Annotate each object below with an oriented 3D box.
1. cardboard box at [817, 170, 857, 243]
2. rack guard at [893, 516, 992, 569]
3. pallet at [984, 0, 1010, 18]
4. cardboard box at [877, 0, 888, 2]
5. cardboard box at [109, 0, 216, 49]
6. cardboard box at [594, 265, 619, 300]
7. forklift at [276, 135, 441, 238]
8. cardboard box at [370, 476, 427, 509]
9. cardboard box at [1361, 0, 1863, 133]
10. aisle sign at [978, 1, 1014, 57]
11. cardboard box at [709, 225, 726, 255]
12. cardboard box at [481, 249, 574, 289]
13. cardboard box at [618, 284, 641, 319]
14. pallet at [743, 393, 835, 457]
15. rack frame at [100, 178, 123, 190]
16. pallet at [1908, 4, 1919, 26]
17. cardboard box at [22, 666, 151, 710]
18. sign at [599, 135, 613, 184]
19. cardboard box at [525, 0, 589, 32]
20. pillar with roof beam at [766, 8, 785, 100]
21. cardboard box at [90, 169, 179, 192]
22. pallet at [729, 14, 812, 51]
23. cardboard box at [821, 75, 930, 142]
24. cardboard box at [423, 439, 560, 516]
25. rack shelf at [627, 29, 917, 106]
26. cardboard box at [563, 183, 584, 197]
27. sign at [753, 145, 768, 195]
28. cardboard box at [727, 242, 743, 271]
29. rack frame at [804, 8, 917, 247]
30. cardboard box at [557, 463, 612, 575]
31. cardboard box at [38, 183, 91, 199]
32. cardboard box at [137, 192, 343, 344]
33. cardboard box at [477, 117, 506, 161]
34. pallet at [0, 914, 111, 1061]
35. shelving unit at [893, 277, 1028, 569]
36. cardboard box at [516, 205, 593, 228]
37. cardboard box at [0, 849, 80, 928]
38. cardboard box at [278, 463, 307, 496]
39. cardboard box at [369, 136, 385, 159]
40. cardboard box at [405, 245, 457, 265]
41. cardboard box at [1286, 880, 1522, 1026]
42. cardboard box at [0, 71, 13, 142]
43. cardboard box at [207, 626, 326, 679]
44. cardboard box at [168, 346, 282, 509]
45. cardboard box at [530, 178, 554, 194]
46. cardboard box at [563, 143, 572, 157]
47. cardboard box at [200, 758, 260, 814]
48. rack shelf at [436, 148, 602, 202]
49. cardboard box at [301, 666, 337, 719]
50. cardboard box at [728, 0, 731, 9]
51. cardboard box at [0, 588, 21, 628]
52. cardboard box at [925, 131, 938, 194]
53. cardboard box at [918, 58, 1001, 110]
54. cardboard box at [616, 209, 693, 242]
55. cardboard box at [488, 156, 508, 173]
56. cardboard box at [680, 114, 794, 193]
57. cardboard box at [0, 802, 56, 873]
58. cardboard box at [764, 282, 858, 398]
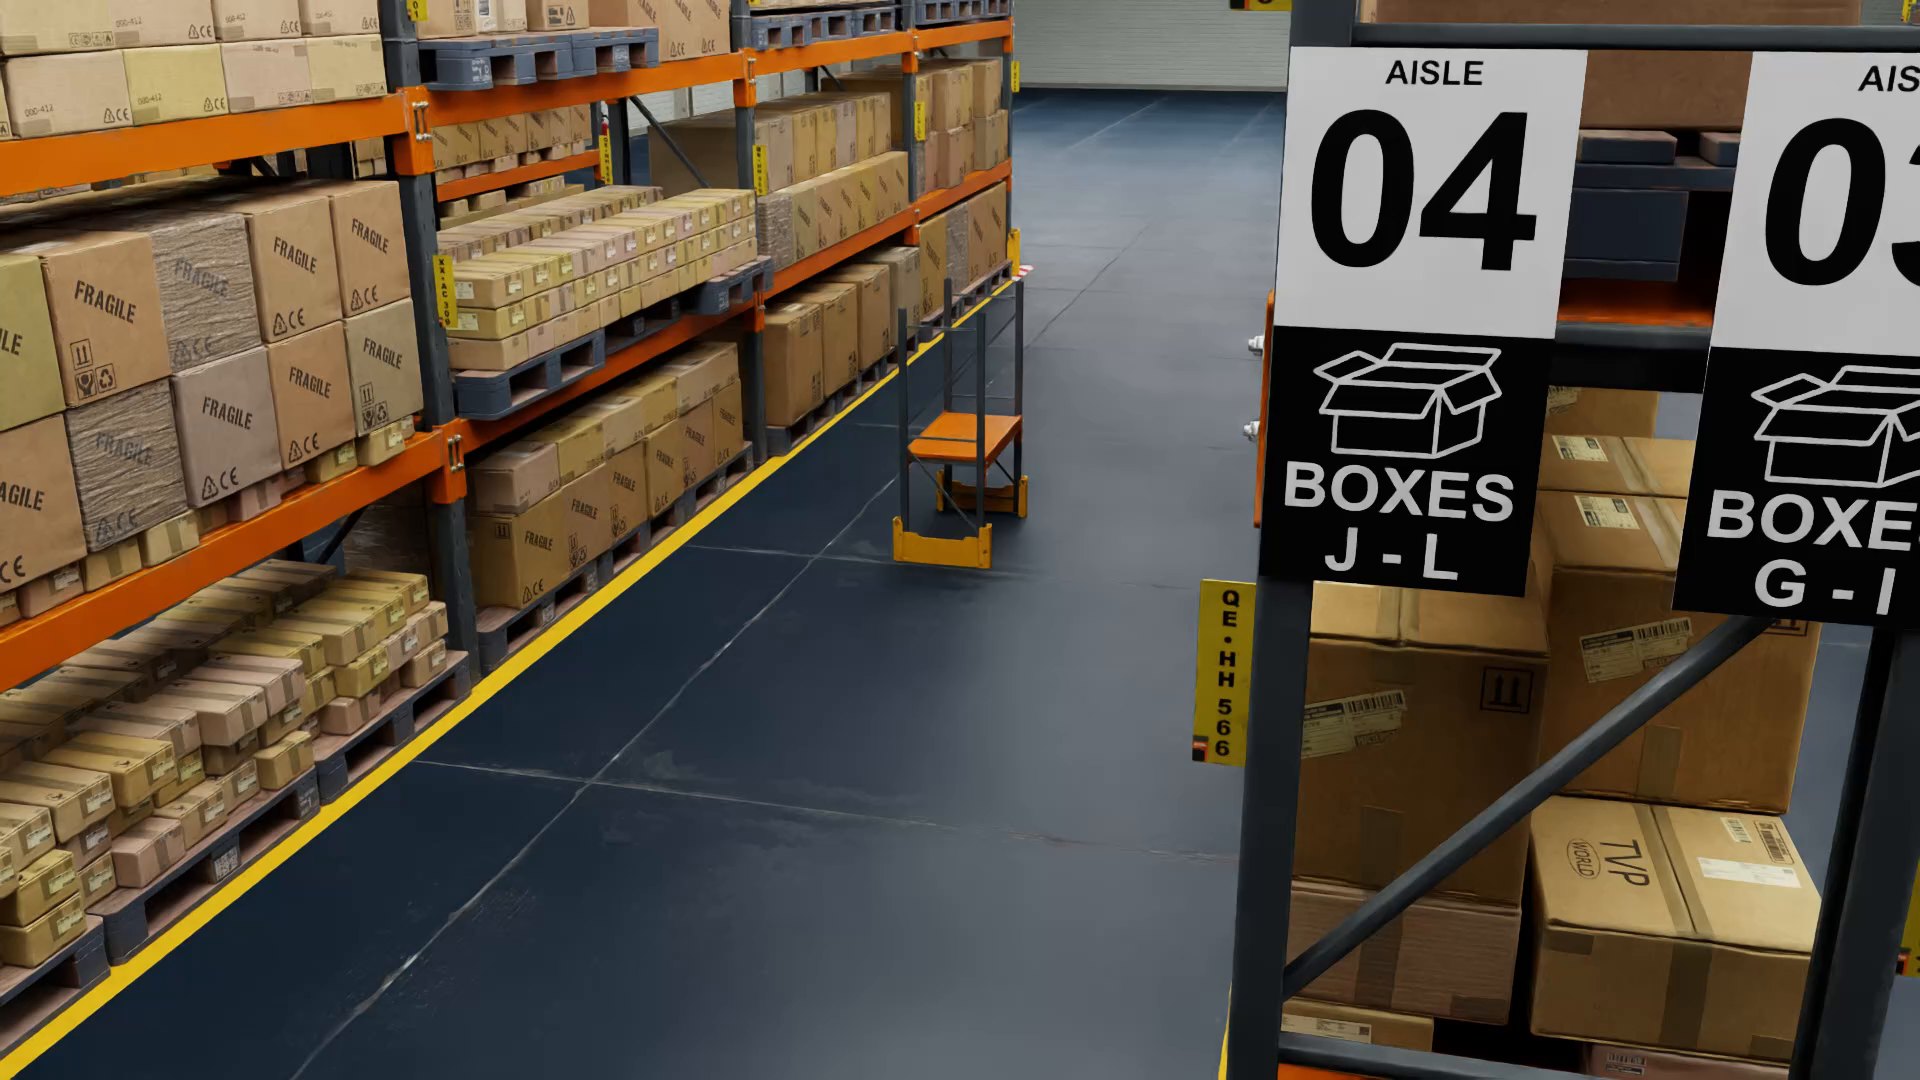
[{"bbox_3d":[-1.127,-2.642,13.128,0.500,0.500,0.500,4,19,13],"label":"cardboard box"},{"bbox_3d":[-0.103,0.014,9.760,0.587,0.250,0.087,5,19,13],"label":"rack guard"},{"bbox_3d":[-0.084,-5.653,17.595,1.003,0.211,1.213,5,19,13],"label":"pallet"},{"bbox_3d":[-0.908,-4.616,13.848,0.500,0.250,0.500,5,19,14],"label":"cardboard box"},{"bbox_3d":[-2.972,-1.843,5.759,0.500,0.250,0.500,5,20,16],"label":"cardboard box"},{"bbox_3d":[-2.052,-1.384,8.879,0.380,0.149,0.250,5,20,16],"label":"cardboard box"},{"bbox_3d":[-4.630,-2.245,12.225,3.031,2.935,1.130,10,21,28],"label":"forklift"},{"bbox_3d":[-2.908,-0.372,8.694,0.500,0.250,0.500,4,19,12],"label":"cardboard box"},{"bbox_3d":[1.038,-0.951,2.732,0.700,0.500,0.500,3,19,10],"label":"cardboard box"},{"bbox_3d":[0.395,-5.738,18.324,0.394,0.787,0.004,5,19,13],"label":"aisle sign"},{"bbox_3d":[-1.672,-1.865,10.286,0.380,0.149,0.250,5,20,15],"label":"cardboard box"},{"bbox_3d":[-2.175,-1.365,8.361,0.380,0.149,0.250,5,19,14],"label":"cardboard box"},{"bbox_3d":[-1.989,-1.325,9.165,0.380,0.149,0.250,4,19,12],"label":"cardboard box"},{"bbox_3d":[-1.602,-0.923,12.564,1.003,0.211,1.213,5,19,13],"label":"pallet"},{"bbox_3d":[-6.692,-2.361,12.459,1.000,3.000,0.127,5,19,13],"label":"rack frame"},{"bbox_3d":[9.378,-4.773,15.173,1.003,0.211,1.213,5,19,13],"label":"pallet"},{"bbox_3d":[-3.438,0.626,6.555,0.380,0.149,0.250,4,19,11],"label":"cardboard box"},{"bbox_3d":[-2.407,-2.593,11.346,0.100,0.325,0.005,5,19,13],"label":"sign"},{"bbox_3d":[-2.340,-2.889,8.555,0.797,0.503,0.637,4,19,13],"label":"cardboard box"},{"bbox_3d":[-0.558,-15.134,40.573,9.100,9.000,0.400,5,19,13],"label":"pillar with roof beam"},{"bbox_3d":[-6.358,-2.871,12.687,0.500,0.500,0.500,4,19,12],"label":"cardboard box"},{"bbox_3d":[-1.762,-3.538,11.557,1.213,0.211,1.003,6,20,16],"label":"pallet"},{"bbox_3d":[-0.767,-3.950,15.210,0.875,0.550,0.550,5,19,13],"label":"cardboard box"},{"bbox_3d":[-2.408,-0.330,8.569,0.500,0.250,0.500,4,19,11],"label":"cardboard box"},{"bbox_3d":[-1.379,-3.708,12.874,1.077,0.370,4.000,5,19,13],"label":"rack shelf"},{"bbox_3d":[-4.681,-3.849,19.261,0.500,0.500,0.500,5,19,14],"label":"cardboard box"},{"bbox_3d":[-1.339,-2.472,11.117,0.100,0.325,0.005,5,19,13],"label":"sign"},{"bbox_3d":[-1.605,-1.813,10.594,0.380,0.149,0.250,5,19,13],"label":"cardboard box"},{"bbox_3d":[-0.890,-3.256,15.078,1.000,3.000,0.127,5,19,13],"label":"rack frame"},{"bbox_3d":[-2.280,-0.141,9.176,0.500,0.500,0.500,6,20,16],"label":"cardboard box"},{"bbox_3d":[-6.565,-2.699,11.747,0.500,0.500,0.500,4,19,12],"label":"cardboard box"},{"bbox_3d":[-2.819,-1.078,6.542,0.500,0.500,0.500,4,19,12],"label":"cardboard box"},{"bbox_3d":[-5.102,-4.234,17.329,0.500,0.500,0.500,4,19,13],"label":"cardboard box"},{"bbox_3d":[-3.571,1.550,5.324,1.003,0.211,1.213,5,19,13],"label":"pallet"},{"bbox_3d":[0.019,-0.734,10.015,0.587,1.500,1.083,5,19,13],"label":"shelving unit"},{"bbox_3d":[-2.425,-1.905,9.942,0.380,0.149,0.250,6,20,16],"label":"cardboard box"},{"bbox_3d":[-3.182,1.134,5.526,0.380,0.149,0.250,5,20,15],"label":"cardboard box"},{"bbox_3d":[-2.898,-0.277,6.748,0.380,0.149,0.250,4,19,12],"label":"cardboard box"},{"bbox_3d":[-5.605,-3.839,15.521,0.500,0.500,0.500,4,19,12],"label":"cardboard box"},{"bbox_3d":[-2.806,-1.416,8.511,0.380,0.149,0.250,4,19,12],"label":"cardboard box"},{"bbox_3d":[0.824,0.686,3.309,0.500,0.250,0.500,4,19,13],"label":"cardboard box"},{"bbox_3d":[-3.218,-1.291,4.917,0.500,0.250,0.500,4,19,12],"label":"cardboard box"},{"bbox_3d":[-2.896,0.490,6.953,0.380,0.149,0.250,5,20,15],"label":"cardboard box"},{"bbox_3d":[-2.940,-0.444,6.231,0.500,0.500,0.500,5,19,13],"label":"cardboard box"},{"bbox_3d":[-4.770,-3.957,18.573,0.380,0.149,0.250,5,19,14],"label":"cardboard box"},{"bbox_3d":[-4.659,-4.449,18.960,0.380,0.149,0.250,4,19,12],"label":"cardboard box"},{"bbox_3d":[-2.992,0.953,6.518,0.380,0.149,0.250,5,19,14],"label":"cardboard box"},{"bbox_3d":[-5.226,-3.901,18.082,1.077,0.370,4.000,5,19,13],"label":"rack shelf"},{"bbox_3d":[-2.872,0.627,7.011,0.380,0.149,0.250,5,19,14],"label":"cardboard box"},{"bbox_3d":[-1.631,-3.641,11.149,0.380,0.149,0.250,4,19,11],"label":"cardboard box"},{"bbox_3d":[-3.265,0.211,5.319,0.380,0.149,0.250,4,19,13],"label":"cardboard box"},{"bbox_3d":[-0.699,-3.617,15.905,0.875,0.550,0.550,5,19,13],"label":"cardboard box"},{"bbox_3d":[-0.041,-4.978,18.219,0.875,0.550,0.550,5,19,13],"label":"cardboard box"},{"bbox_3d":[-1.797,-1.854,9.792,0.380,0.149,0.250,5,19,13],"label":"cardboard box"},{"bbox_3d":[-5.005,-3.970,17.557,0.380,0.149,0.250,5,19,14],"label":"cardboard box"},{"bbox_3d":[-1.626,-2.821,12.104,0.700,0.500,0.500,4,19,13],"label":"cardboard box"},{"bbox_3d":[-3.248,0.988,5.495,0.380,0.149,0.250,4,19,11],"label":"cardboard box"},{"bbox_3d":[-1.421,-1.594,13.044,1.050,0.750,0.750,5,19,14],"label":"cardboard box"}]
